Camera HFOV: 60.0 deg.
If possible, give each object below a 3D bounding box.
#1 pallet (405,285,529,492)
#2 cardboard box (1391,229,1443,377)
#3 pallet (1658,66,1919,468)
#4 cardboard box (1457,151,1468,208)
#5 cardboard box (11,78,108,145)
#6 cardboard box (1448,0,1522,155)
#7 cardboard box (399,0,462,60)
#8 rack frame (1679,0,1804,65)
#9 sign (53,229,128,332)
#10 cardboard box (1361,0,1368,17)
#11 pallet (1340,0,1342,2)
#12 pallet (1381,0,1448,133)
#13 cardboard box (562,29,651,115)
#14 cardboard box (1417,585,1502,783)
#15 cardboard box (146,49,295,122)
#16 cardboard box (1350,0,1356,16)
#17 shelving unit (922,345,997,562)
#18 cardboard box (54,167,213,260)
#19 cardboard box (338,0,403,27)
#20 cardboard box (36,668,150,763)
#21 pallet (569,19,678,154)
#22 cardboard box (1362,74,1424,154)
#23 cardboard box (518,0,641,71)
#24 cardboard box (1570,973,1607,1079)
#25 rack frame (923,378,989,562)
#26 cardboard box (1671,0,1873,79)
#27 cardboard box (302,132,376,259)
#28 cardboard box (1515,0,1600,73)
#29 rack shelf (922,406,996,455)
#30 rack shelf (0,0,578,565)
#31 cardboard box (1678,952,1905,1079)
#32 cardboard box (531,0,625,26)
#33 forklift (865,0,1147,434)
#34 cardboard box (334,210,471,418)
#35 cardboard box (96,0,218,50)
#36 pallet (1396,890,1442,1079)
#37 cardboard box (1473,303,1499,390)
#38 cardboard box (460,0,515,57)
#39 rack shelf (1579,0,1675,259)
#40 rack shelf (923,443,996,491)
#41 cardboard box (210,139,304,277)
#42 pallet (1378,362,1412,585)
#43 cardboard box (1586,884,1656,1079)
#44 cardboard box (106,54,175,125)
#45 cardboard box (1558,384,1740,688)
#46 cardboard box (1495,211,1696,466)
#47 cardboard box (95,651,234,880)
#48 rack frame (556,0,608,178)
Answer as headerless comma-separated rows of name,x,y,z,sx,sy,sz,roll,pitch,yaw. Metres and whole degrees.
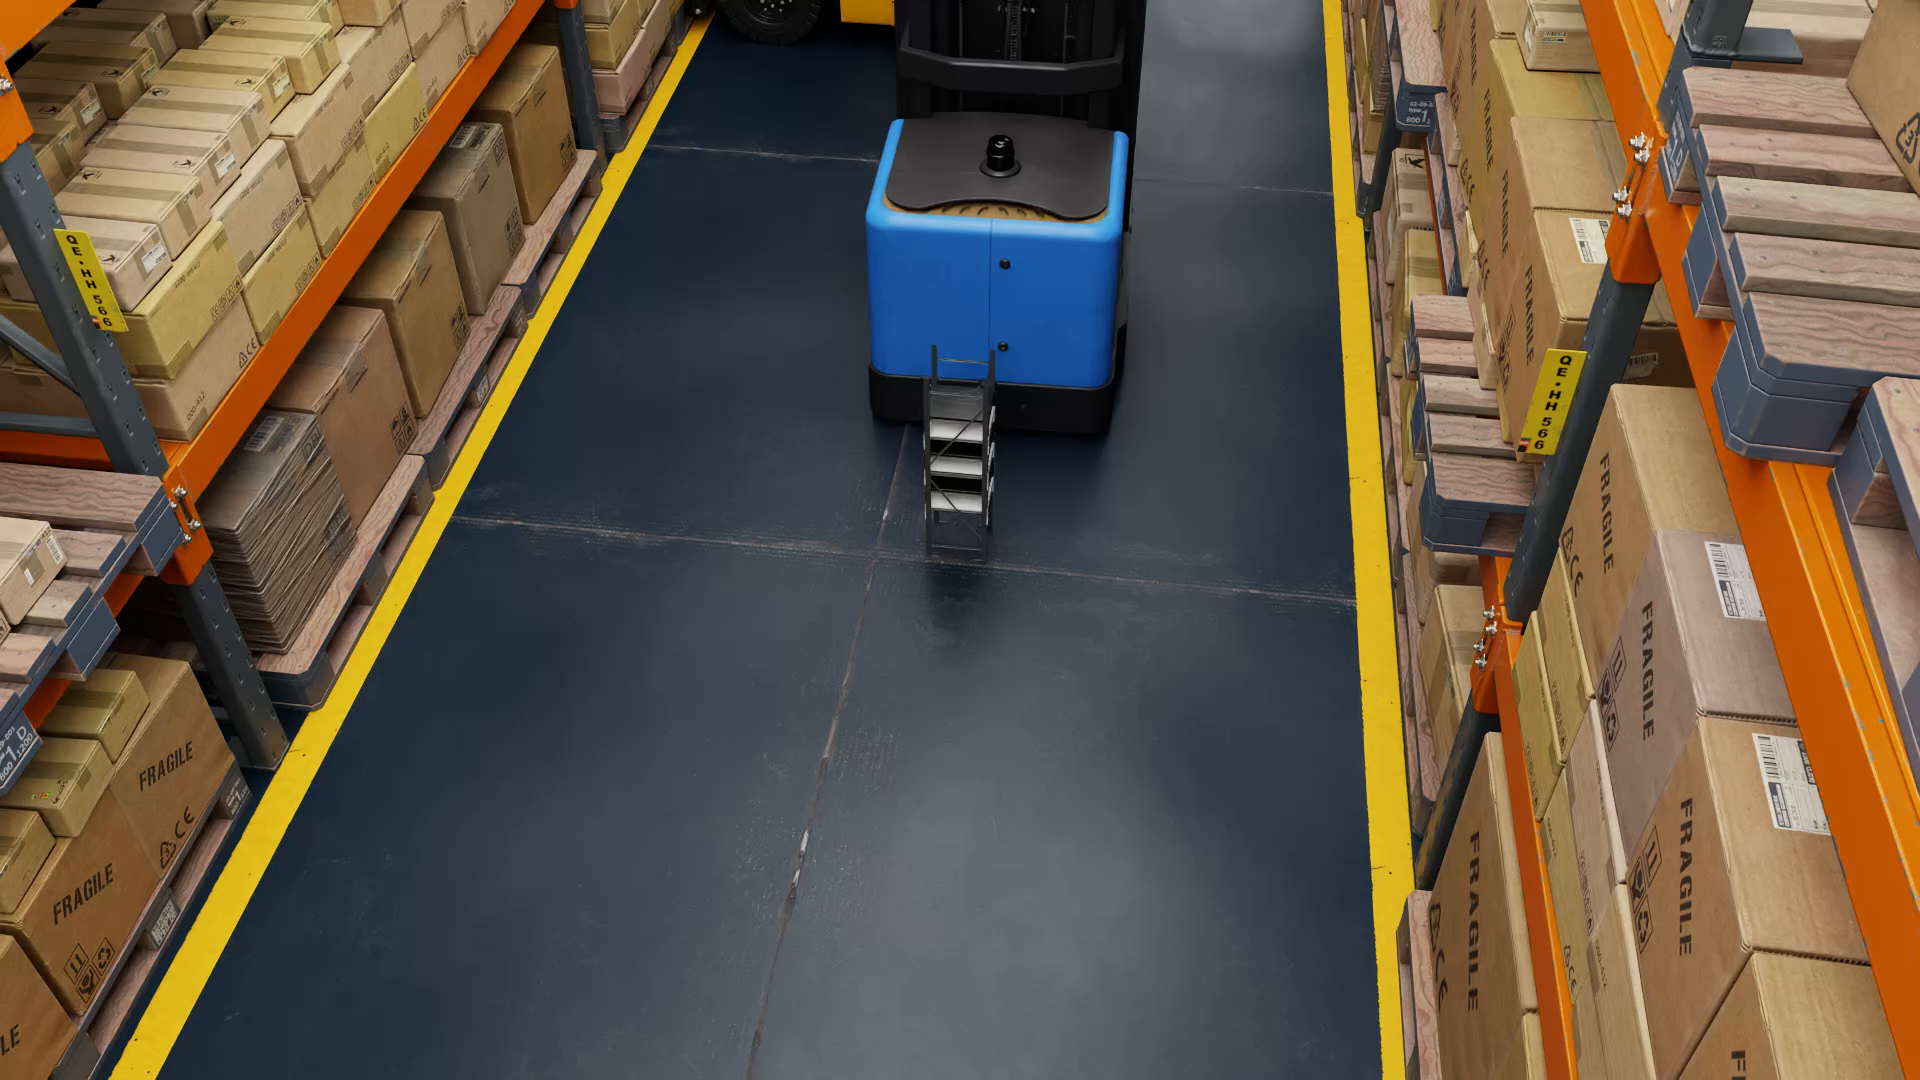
pallet,-2.594,-0.729,7.366,1.003,0.211,1.213,5,44,6
cardboard box,2.385,-0.982,7.212,0.950,0.372,0.625,8,44,8
pallet,1.982,-0.483,3.034,1.213,0.211,1.003,7,44,7
cardboard box,1.951,-1.275,5.792,0.380,0.149,0.250,4,44,4
cardboard box,-3.081,-1.400,5.502,0.380,0.149,0.250,4,44,5
cardboard box,1.996,-1.607,5.671,0.500,0.500,0.500,4,44,4
cardboard box,-2.323,-2.151,6.585,0.500,0.250,0.500,6,44,6
rack frame,2.015,-2.084,2.406,1.000,3.000,0.127,5,44,6
sign,-2.367,-0.703,4.527,0.100,0.325,0.005,5,44,6
cardboard box,2.488,-3.181,9.076,0.500,0.500,0.500,7,44,8
pallet,2.920,-3.743,10.550,1.003,0.211,1.213,5,44,6
pallet,2.299,-2.055,6.878,1.003,0.211,1.213,5,44,6
cardboard box,-1.985,-2.534,8.939,0.500,0.250,0.500,6,44,6
cardboard box,2.100,0.512,5.634,0.950,0.372,0.625,3,43,3
cardboard box,-2.503,-1.530,5.639,0.380,0.149,0.250,6,44,6
cardboard box,2.557,-3.267,9.713,0.500,0.250,0.500,8,44,8
shelving unit,-0.001,-0.321,6.435,0.258,0.900,0.210,5,44,6
cardboard box,-2.538,-0.999,5.079,0.380,0.149,0.250,6,44,6
cardboard box,-2.300,-2.038,6.176,0.380,0.149,0.250,4,44,4
cardboard box,-2.720,0.525,5.055,0.380,0.149,0.250,3,44,3
pallet,-2.230,-2.606,9.349,1.003,0.211,1.213,5,44,6
cardboard box,2.356,-2.213,8.600,0.500,0.250,0.500,7,44,7
cardboard box,-2.007,-2.718,8.769,0.500,0.250,0.500,5,44,5
cardboard box,1.575,1.168,3.444,0.500,0.250,0.500,7,44,7
rack frame,-0.015,-0.252,6.362,0.240,0.900,0.006,5,44,6
cardboard box,1.848,-1.138,3.771,0.380,0.149,0.250,5,44,6
cardboard box,-2.472,-1.274,6.023,0.500,0.250,0.500,4,44,4
cardboard box,1.952,-1.579,5.169,0.380,0.149,0.250,3,44,4
rack shelf,-0.001,-0.428,6.334,0.258,0.077,0.200,5,44,6
rack shelf,-2.641,-1.456,6.630,1.077,0.370,4.000,5,44,6
cardboard box,1.498,1.042,2.668,0.500,0.500,0.500,6,44,6
cardboard box,-2.002,-2.899,8.597,0.500,0.250,0.500,5,44,5
forklift,0.286,-2.533,7.294,1.130,2.935,3.031,4,44,5
cardboard box,-2.642,-0.973,7.018,0.875,0.625,0.625,4,44,4
cardboard box,-2.879,-1.915,6.046,0.380,0.149,0.250,6,44,7
pallet,1.836,1.637,4.867,1.003,0.211,1.213,5,44,6
cardboard box,1.778,-0.577,5.055,0.380,0.149,0.250,5,44,5
cardboard box,-2.245,-2.316,7.123,0.500,0.250,0.500,5,44,5
rack shelf,2.279,-2.097,5.124,1.077,0.370,4.000,5,44,6
rack shelf,-0.001,-0.297,6.458,0.258,0.077,0.200,5,44,6
cardboard box,-2.537,-1.103,5.479,0.500,0.250,0.500,7,44,7
pallet,2.283,-0.255,6.866,1.003,0.211,1.213,5,44,6
cardboard box,1.556,0.981,3.278,0.500,0.250,0.500,5,44,5
cardboard box,-2.987,-1.503,5.901,0.500,0.250,0.500,5,44,5
cardboard box,1.707,0.009,3.759,0.500,0.500,0.500,4,44,4
cardboard box,1.799,-0.538,4.542,0.500,0.500,0.500,4,44,4
cardboard box,-2.748,0.708,5.333,0.500,0.500,0.500,6,44,7
rack frame,-2.377,-3.081,7.822,1.000,3.000,0.127,5,44,6
